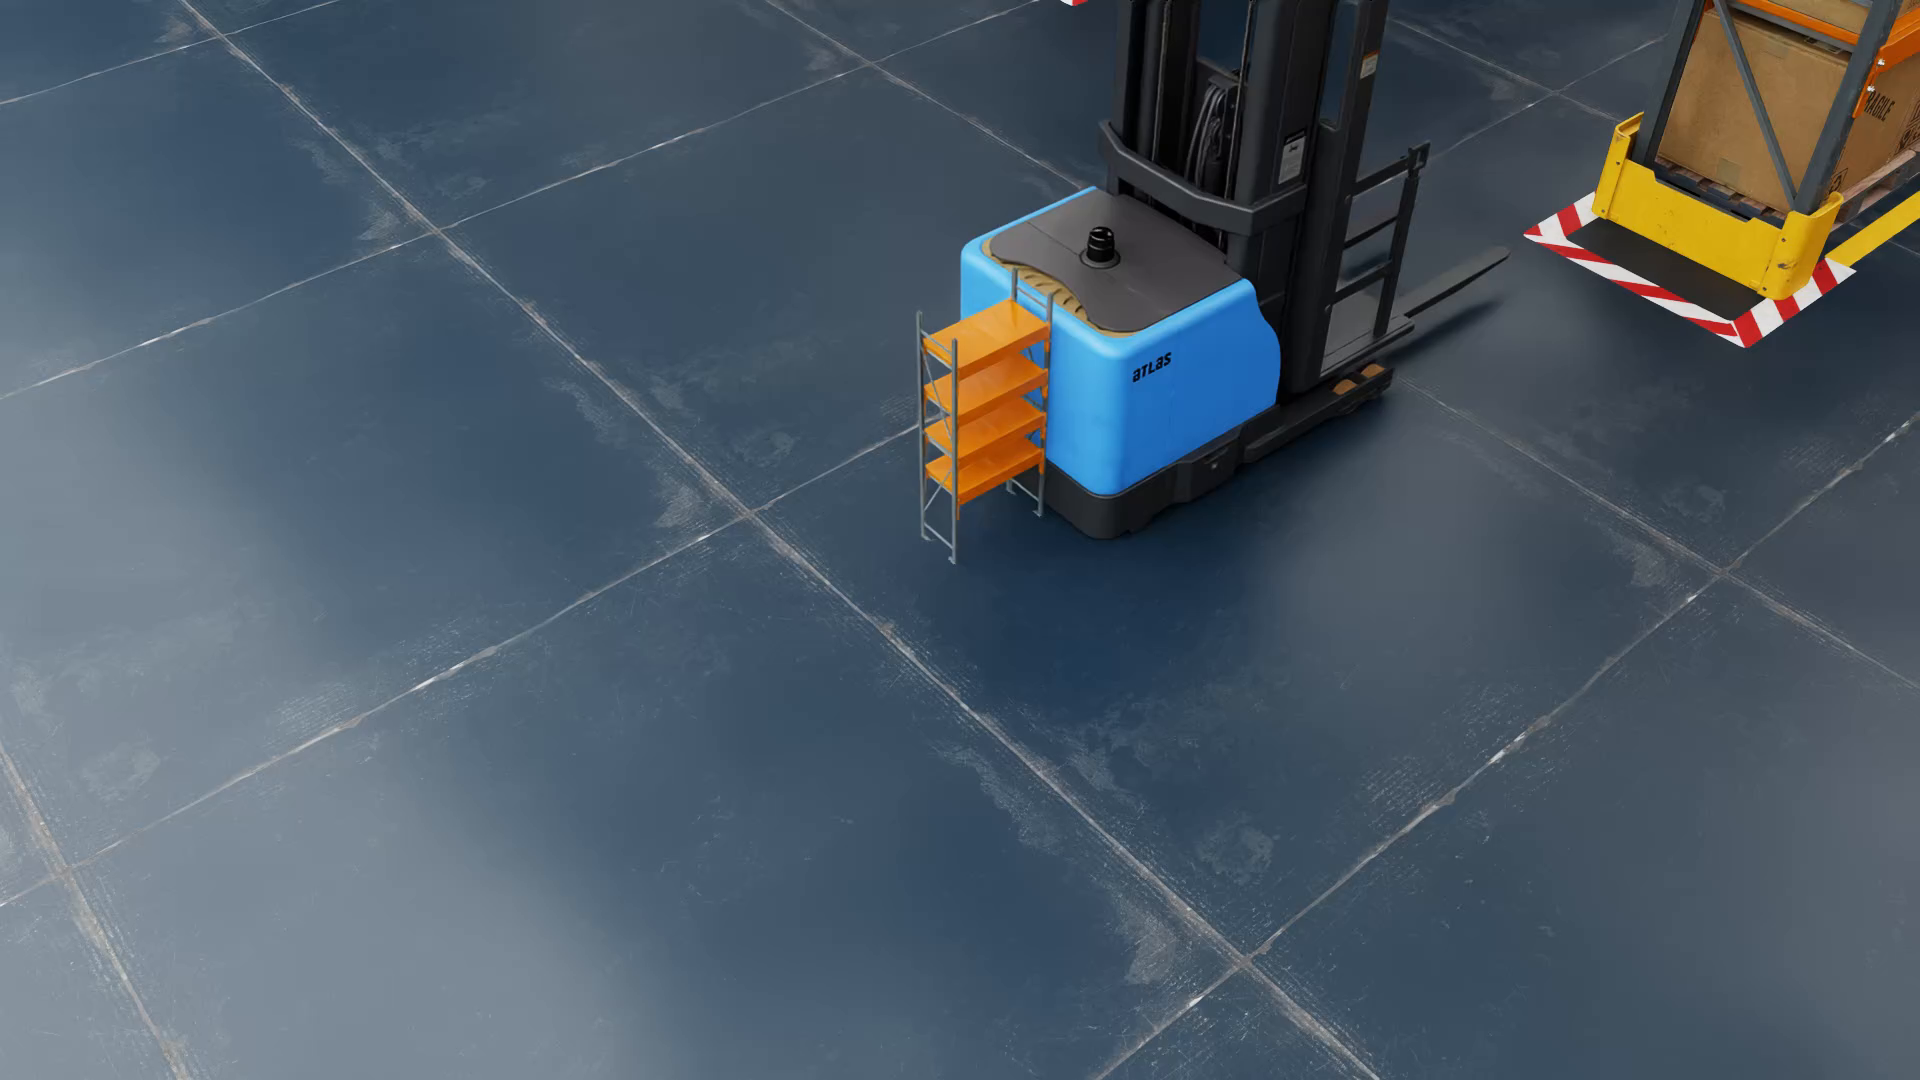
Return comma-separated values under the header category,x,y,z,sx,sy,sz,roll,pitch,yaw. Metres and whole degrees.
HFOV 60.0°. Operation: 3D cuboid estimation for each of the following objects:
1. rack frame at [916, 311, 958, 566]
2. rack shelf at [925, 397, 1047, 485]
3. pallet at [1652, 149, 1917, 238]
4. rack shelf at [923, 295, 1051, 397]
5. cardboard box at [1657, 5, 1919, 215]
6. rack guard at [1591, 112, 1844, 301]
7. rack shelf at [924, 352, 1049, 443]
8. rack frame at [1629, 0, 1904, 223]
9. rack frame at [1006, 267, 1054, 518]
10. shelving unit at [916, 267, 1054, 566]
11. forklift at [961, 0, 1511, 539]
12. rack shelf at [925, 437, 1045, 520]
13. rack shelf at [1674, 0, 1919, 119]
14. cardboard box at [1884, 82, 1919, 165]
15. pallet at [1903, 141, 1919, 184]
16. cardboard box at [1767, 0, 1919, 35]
category,x,y,z,sx,sy,sz,roll,pitch,yaw
rack frame,-0.090,-0.393,6.845,0.015,1.200,0.240,-29,50,-27
rack shelf,0.100,-0.448,7.003,0.480,0.148,0.258,-29,50,-27
pallet,4.577,-2.086,9.371,1.213,0.211,1.003,-30,51,-28
rack shelf,0.100,-0.784,6.688,0.480,0.148,0.258,-29,50,-27
cardboard box,4.492,-2.421,8.936,0.875,0.875,0.875,-29,51,-28
rack guard,3.996,-1.789,8.843,0.348,0.500,1.175,-30,51,-28
rack shelf,0.100,-0.611,6.850,0.480,0.148,0.258,-29,50,-27
rack frame,4.014,-2.710,7.998,0.127,3.000,1.000,-30,51,-28
rack frame,0.290,-0.602,7.068,0.015,1.200,0.240,-29,50,-27
shelving unit,0.100,-0.497,6.957,0.503,1.200,0.258,-29,50,-27
forklift,1.453,-1.921,7.208,3.031,2.935,1.130,-29,50,-27
rack shelf,0.100,-0.304,7.139,0.480,0.148,0.258,-29,50,-27
rack shelf,5.548,-3.326,9.180,4.000,0.370,1.077,-30,51,-28
cardboard box,5.166,-2.809,9.349,0.875,0.875,0.875,-31,51,-28
pallet,5.513,-2.619,9.938,1.213,0.211,1.003,-30,51,-28
cardboard box,4.270,-2.952,8.146,0.550,0.550,0.875,-30,51,-28
